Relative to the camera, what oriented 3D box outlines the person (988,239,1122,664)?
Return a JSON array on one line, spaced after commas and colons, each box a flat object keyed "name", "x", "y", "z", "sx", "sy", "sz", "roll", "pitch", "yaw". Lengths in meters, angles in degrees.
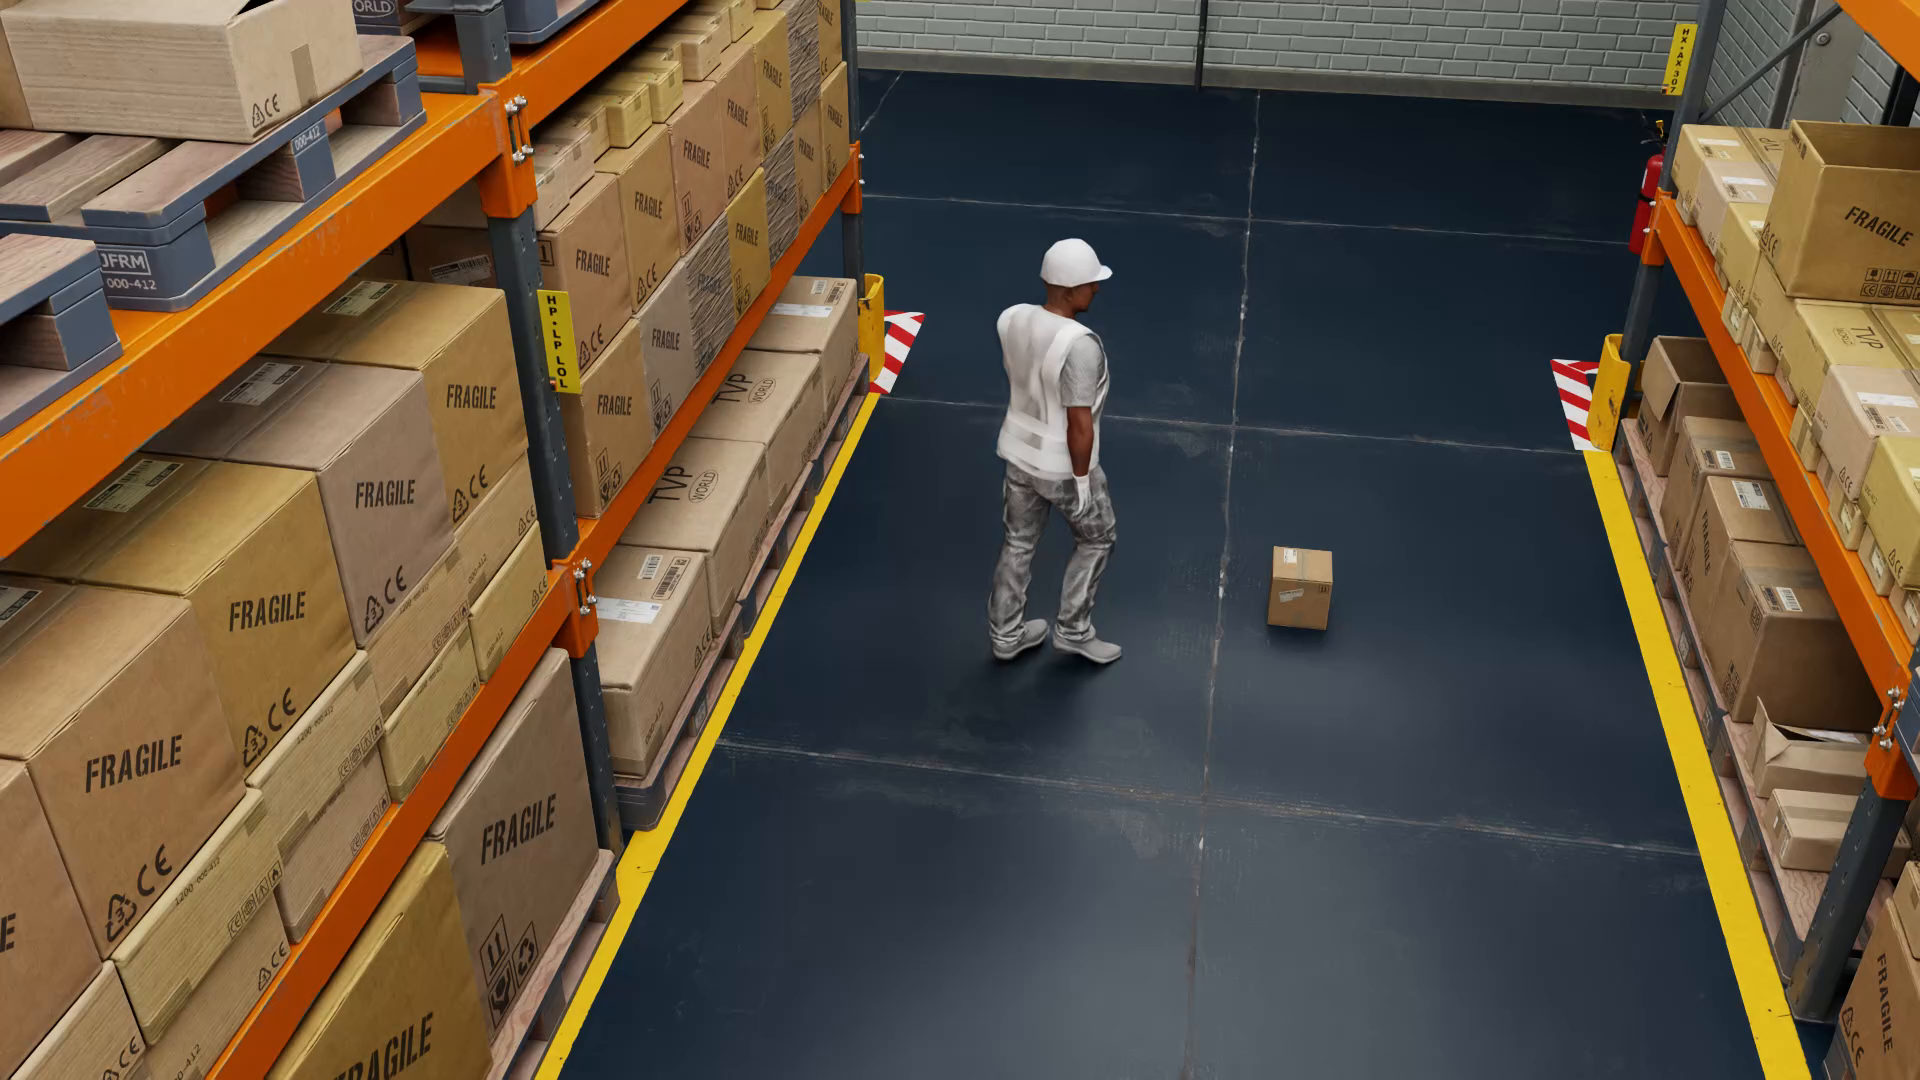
[{"name": "person", "x": 0.355, "y": -0.311, "z": 6.599, "sx": 0.496, "sy": 1.796, "sz": 0.582, "roll": -25, "pitch": 40, "yaw": -34}]
